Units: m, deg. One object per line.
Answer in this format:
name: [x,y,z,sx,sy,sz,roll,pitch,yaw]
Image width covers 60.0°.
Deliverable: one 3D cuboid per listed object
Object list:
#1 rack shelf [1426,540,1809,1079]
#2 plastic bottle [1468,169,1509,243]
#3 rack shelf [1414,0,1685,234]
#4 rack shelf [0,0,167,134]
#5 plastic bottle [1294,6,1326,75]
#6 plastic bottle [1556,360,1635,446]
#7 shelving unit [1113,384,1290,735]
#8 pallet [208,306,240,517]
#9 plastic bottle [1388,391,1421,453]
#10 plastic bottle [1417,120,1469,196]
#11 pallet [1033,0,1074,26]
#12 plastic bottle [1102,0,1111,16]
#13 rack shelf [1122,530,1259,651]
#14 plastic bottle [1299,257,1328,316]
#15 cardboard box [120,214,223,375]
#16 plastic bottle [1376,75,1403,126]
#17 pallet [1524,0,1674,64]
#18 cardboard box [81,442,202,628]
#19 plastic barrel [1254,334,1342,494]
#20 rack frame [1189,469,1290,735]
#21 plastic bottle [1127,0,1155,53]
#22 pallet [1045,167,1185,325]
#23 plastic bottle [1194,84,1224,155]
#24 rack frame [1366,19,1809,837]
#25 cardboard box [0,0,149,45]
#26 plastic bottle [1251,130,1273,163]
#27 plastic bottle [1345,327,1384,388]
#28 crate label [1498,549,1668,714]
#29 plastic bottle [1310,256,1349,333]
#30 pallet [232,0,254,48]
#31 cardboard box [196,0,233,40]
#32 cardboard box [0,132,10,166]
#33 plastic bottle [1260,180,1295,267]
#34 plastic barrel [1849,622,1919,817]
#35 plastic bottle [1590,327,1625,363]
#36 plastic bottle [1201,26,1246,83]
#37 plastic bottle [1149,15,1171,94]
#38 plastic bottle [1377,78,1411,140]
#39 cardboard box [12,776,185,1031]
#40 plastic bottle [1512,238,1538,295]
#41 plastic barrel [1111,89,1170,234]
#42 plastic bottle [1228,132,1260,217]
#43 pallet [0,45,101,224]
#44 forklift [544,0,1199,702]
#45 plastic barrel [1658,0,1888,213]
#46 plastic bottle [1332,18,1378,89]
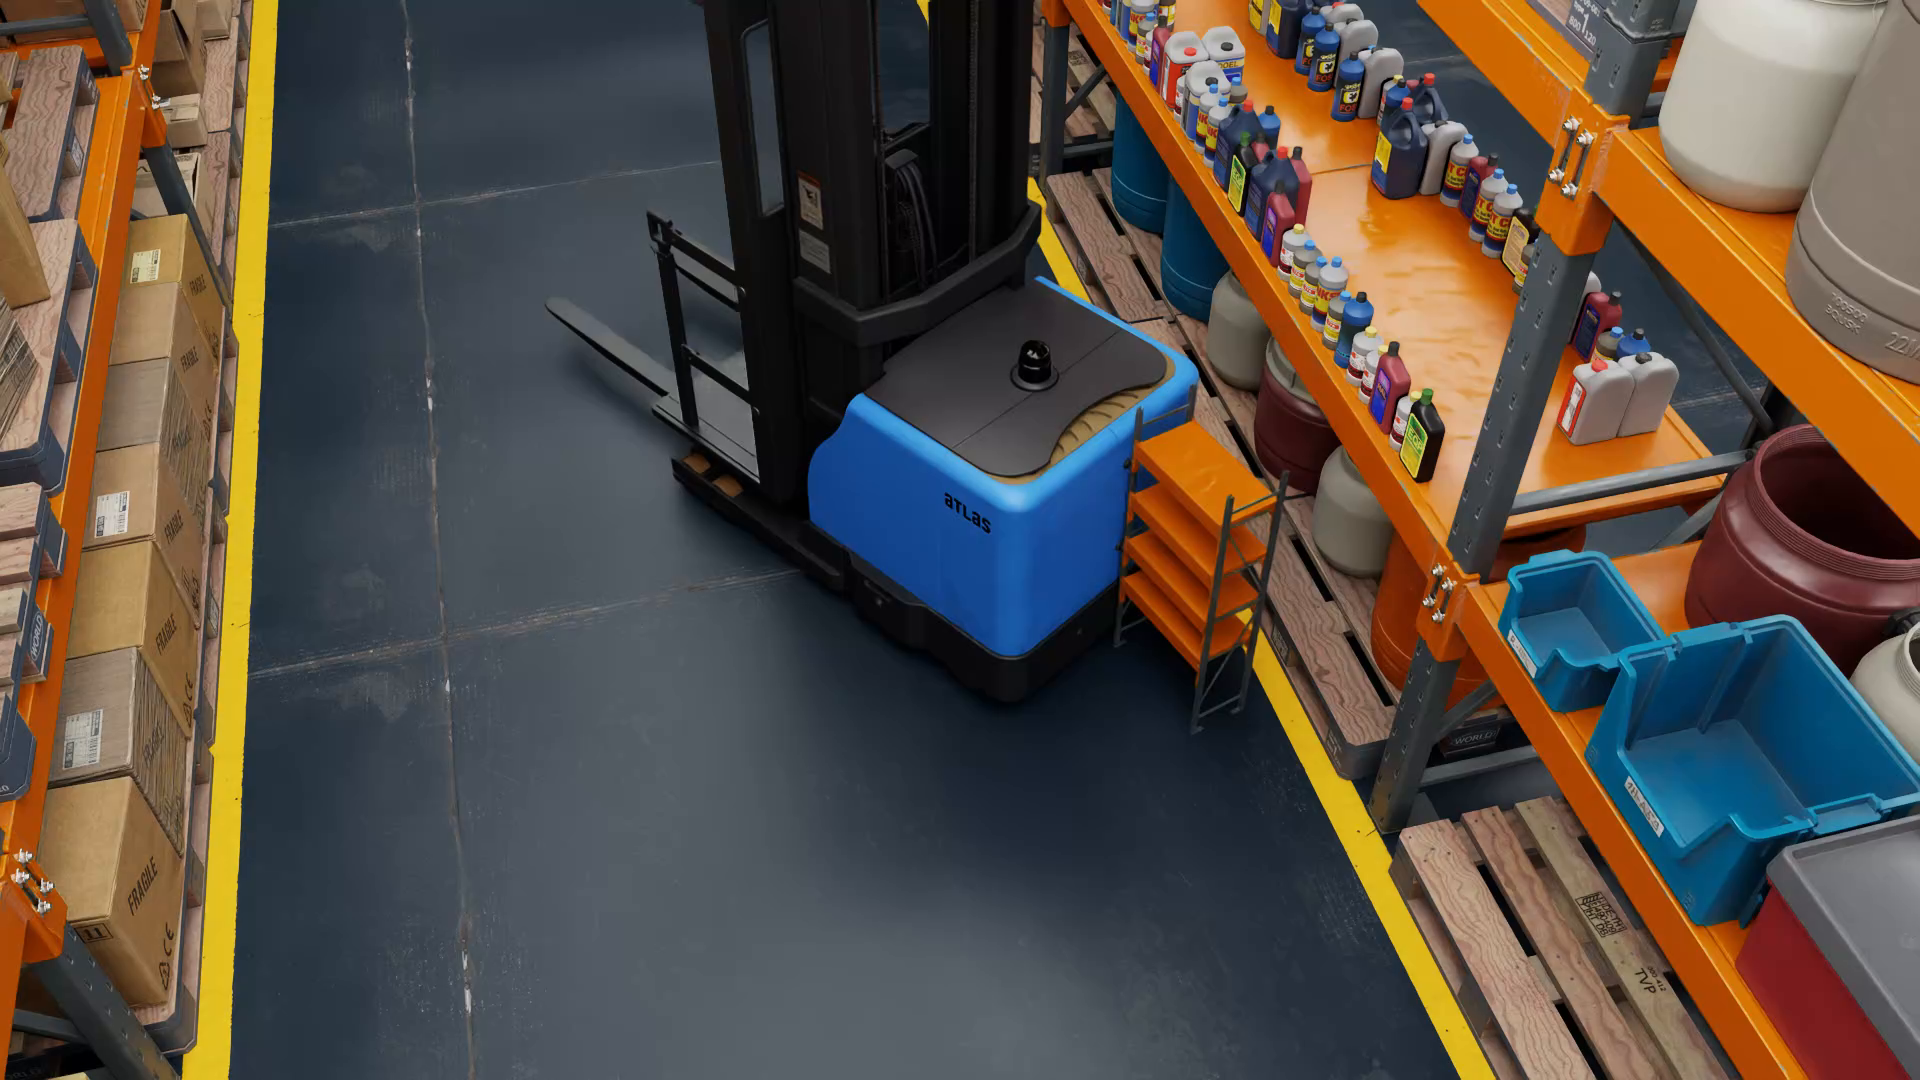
rack shelf: [2.436,1.474,3.709,1.077,0.370,4.000,-11,47,-10]
plastic bottle: [1.886,-1.195,5.911,0.097,0.271,0.097,0,46,0]
rack shelf: [1.412,-2.338,5.344,1.077,0.370,4.000,-11,47,-10]
rack shelf: [-4.402,-3.146,8.237,1.077,0.370,4.000,-11,47,-10]
plastic bottle: [1.420,-2.026,6.726,0.097,0.271,0.097,0,46,0]
plastic bottle: [1.978,-0.446,5.173,0.152,0.276,0.135,-11,47,-10]
shelving unit: [0.815,0.093,5.819,0.258,1.200,0.503,-23,50,-21]
pallet: [-3.645,-0.487,7.079,1.003,0.211,1.213,-11,47,-10]
plastic bottle: [1.396,-0.374,5.155,0.097,0.201,0.097,0,46,0]
plastic bottle: [1.770,-1.431,6.139,0.152,0.276,0.135,-11,47,-10]
pallet: [0.358,-3.289,9.825,1.003,0.211,1.213,-11,47,-10]
plastic bottle: [0.663,-2.351,7.093,0.097,0.201,0.097,0,46,0]
rack shelf: [0.815,0.140,5.867,0.258,0.148,0.480,-23,50,-21]
plastic bottle: [1.212,-0.869,5.641,0.097,0.201,0.097,0,46,0]
cardboard box: [-3.486,-1.008,7.080,0.500,0.500,0.500,-11,47,-11]
plastic bottle: [1.686,-1.710,6.464,0.097,0.201,0.097,0,46,0]
pallet: [1.822,-1.689,4.337,1.003,0.211,1.213,-11,47,-10]
cardboard box: [-3.107,0.032,6.061,0.500,0.500,0.500,-12,47,-12]
plastic barrel: [1.493,-0.576,6.609,0.600,0.588,0.708,-11,47,-10]
rack frame: [0.941,0.243,5.672,0.240,1.200,0.015,-23,50,-21]
plastic bottle: [0.747,-2.149,6.845,0.097,0.271,0.097,0,46,0]
pallet: [1.057,-1.404,7.978,1.003,0.211,1.213,-11,47,-10]
plastic bottle: [0.950,-1.602,6.310,0.097,0.271,0.097,0,46,0]
rack frame: [1.924,-0.159,4.806,1.000,3.000,0.127,-11,47,-10]
cardboard box: [-3.757,-2.454,6.985,0.500,0.500,0.500,-10,46,-9]
plastic bottle: [1.092,-1.339,6.044,0.061,0.283,0.133,-11,47,-10]
plastic bottle: [1.312,-0.600,5.377,0.097,0.201,0.097,0,46,0]
crate label: [1.669,0.259,4.513,0.303,0.233,0.416,-11,47,-10]
plastic bottle: [1.237,-0.826,5.550,0.097,0.271,0.097,0,46,0]
pallet: [-4.689,-3.200,9.739,1.003,0.211,1.213,-11,47,-10]
cardboard box: [-4.322,-2.979,9.186,0.500,0.250,0.500,-11,47,-10]
cardboard box: [-3.747,-1.368,5.627,0.700,0.500,0.500,-4,46,-4]
plastic bottle: [1.115,-1.108,5.818,0.061,0.283,0.133,-11,47,-10]
plastic barrel: [2.394,0.473,4.108,0.421,0.512,0.421,0,46,0]
plastic bottle: [2.097,-0.600,5.376,0.097,0.201,0.097,0,46,0]
plastic bottle: [1.034,-1.876,6.576,0.152,0.276,0.135,-11,47,-10]
plastic bottle: [0.809,-1.935,6.628,0.061,0.283,0.133,-11,47,-10]
plastic bottle: [1.661,-1.631,6.338,0.097,0.271,0.097,0,46,0]
cardboard box: [-2.706,1.099,5.015,0.500,0.500,0.500,-9,46,-9]
plastic bottle: [1.970,-0.944,5.714,0.097,0.201,0.097,0,46,0]
plastic barrel: [1.023,-1.954,7.740,0.600,0.901,0.708,-11,47,-10]
plastic bottle: [1.034,-1.328,6.033,0.061,0.283,0.133,-11,47,-10]
pallet: [-3.790,-1.379,6.135,1.003,0.211,1.213,-11,47,-10]
forklift: [-0.551,-1.369,6.040,3.031,2.935,1.130,34,55,29]
plastic barrel: [1.707,-0.977,3.429,0.421,0.512,0.421,0,46,0]
plastic bottle: [1.570,-1.971,6.668,0.152,0.276,0.135,-11,47,-10]
